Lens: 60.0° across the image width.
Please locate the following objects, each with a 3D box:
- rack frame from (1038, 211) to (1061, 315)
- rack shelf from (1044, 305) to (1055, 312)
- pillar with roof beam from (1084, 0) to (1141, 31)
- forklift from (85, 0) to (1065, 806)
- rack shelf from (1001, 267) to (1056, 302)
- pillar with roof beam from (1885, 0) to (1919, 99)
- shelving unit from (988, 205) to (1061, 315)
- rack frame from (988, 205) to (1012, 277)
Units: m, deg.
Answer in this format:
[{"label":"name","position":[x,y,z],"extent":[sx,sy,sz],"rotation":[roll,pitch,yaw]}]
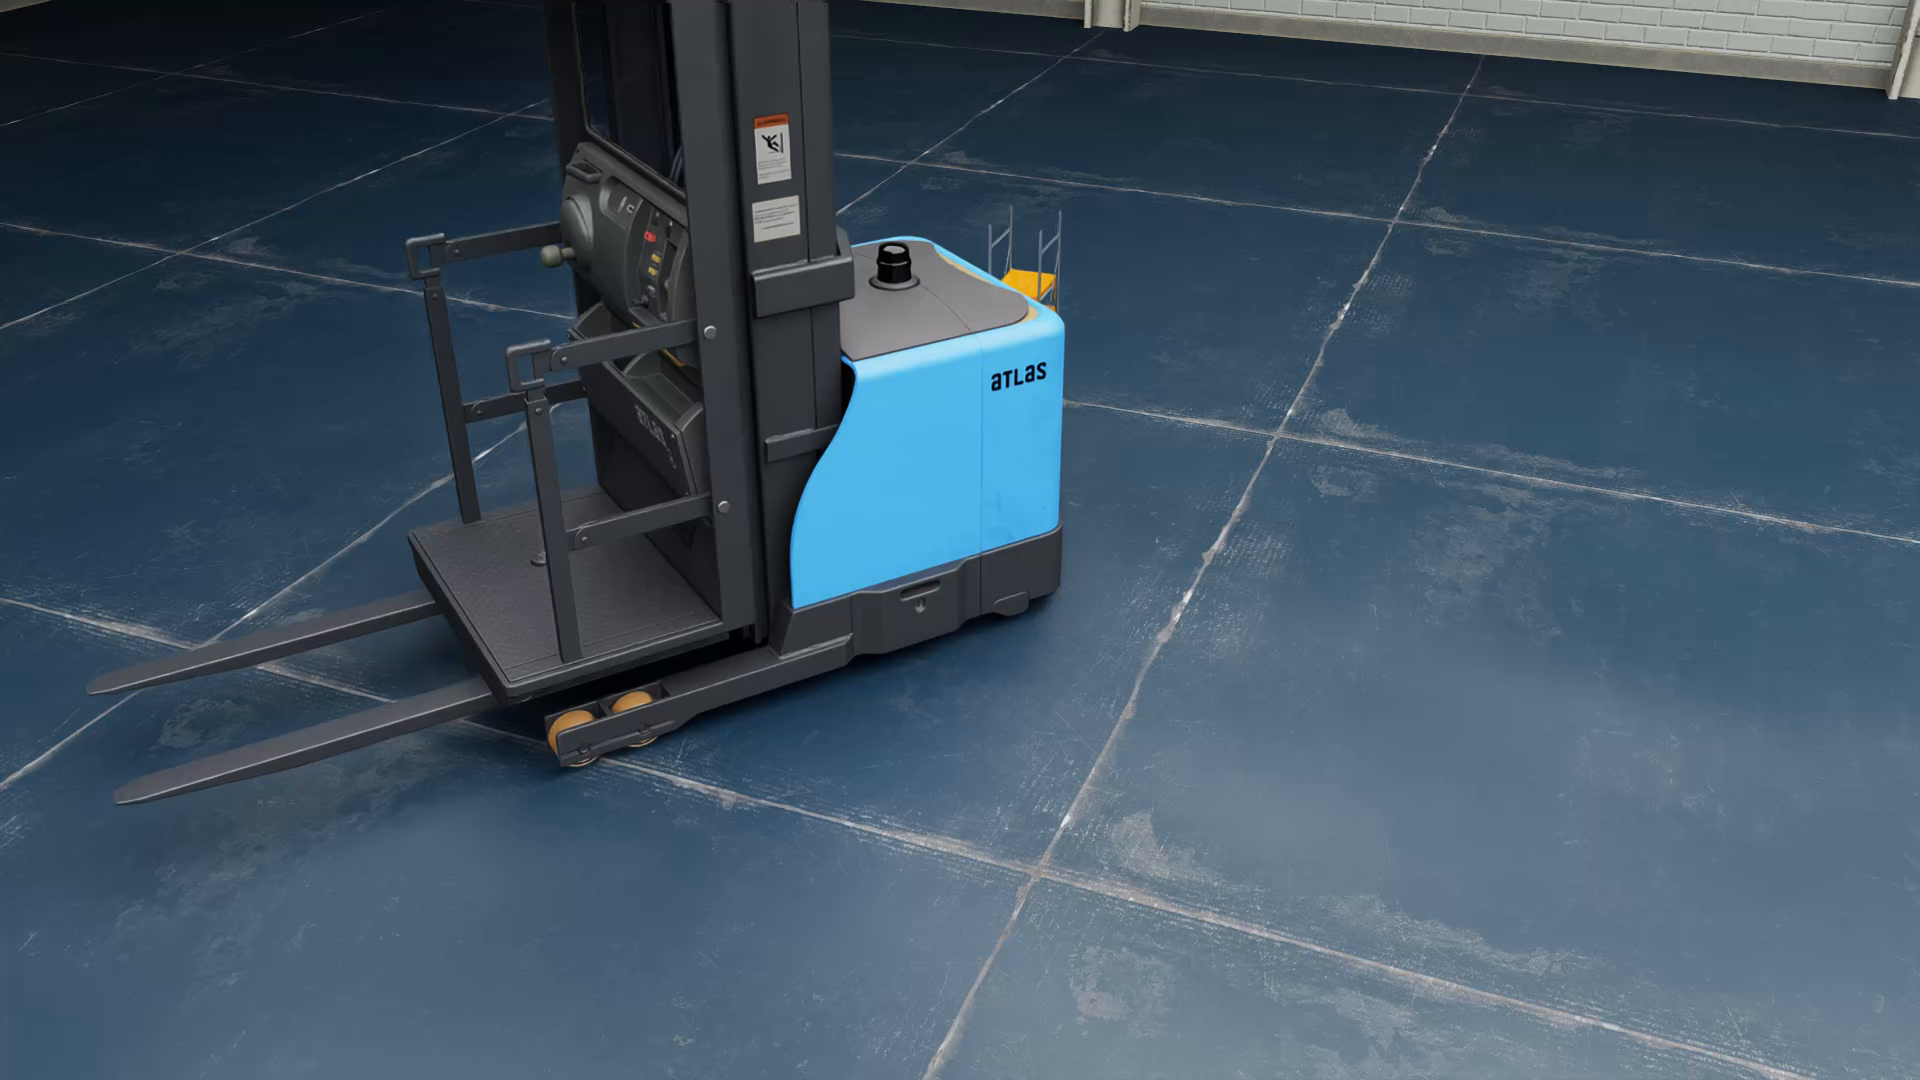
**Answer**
[{"label":"rack frame","position":[0.313,-0.584,6.064],"extent":[0.006,1.200,0.240],"rotation":[10,31,17]},{"label":"rack shelf","position":[0.227,-0.770,5.995],"extent":[0.180,0.103,0.258],"rotation":[10,31,17]},{"label":"pillar with roof beam","position":[-0.357,-6.227,8.122],"extent":[0.400,9.000,9.100],"rotation":[11,31,19]},{"label":"forklift","position":[-1.174,-0.887,4.841],"extent":[3.031,2.935,1.130],"rotation":[-17,33,-27]},{"label":"rack shelf","position":[0.228,-0.875,5.937],"extent":[0.180,0.103,0.258],"rotation":[10,31,17]},{"label":"pillar with roof beam","position":[5.203,-5.117,6.158],"extent":[0.400,9.000,9.100],"rotation":[11,31,19]},{"label":"shelving unit","position":[0.227,-0.600,6.091],"extent":[0.189,1.200,0.258],"rotation":[10,31,17]},{"label":"rack frame","position":[0.141,-0.615,6.119],"extent":[0.006,1.200,0.240],"rotation":[10,31,17]}]
